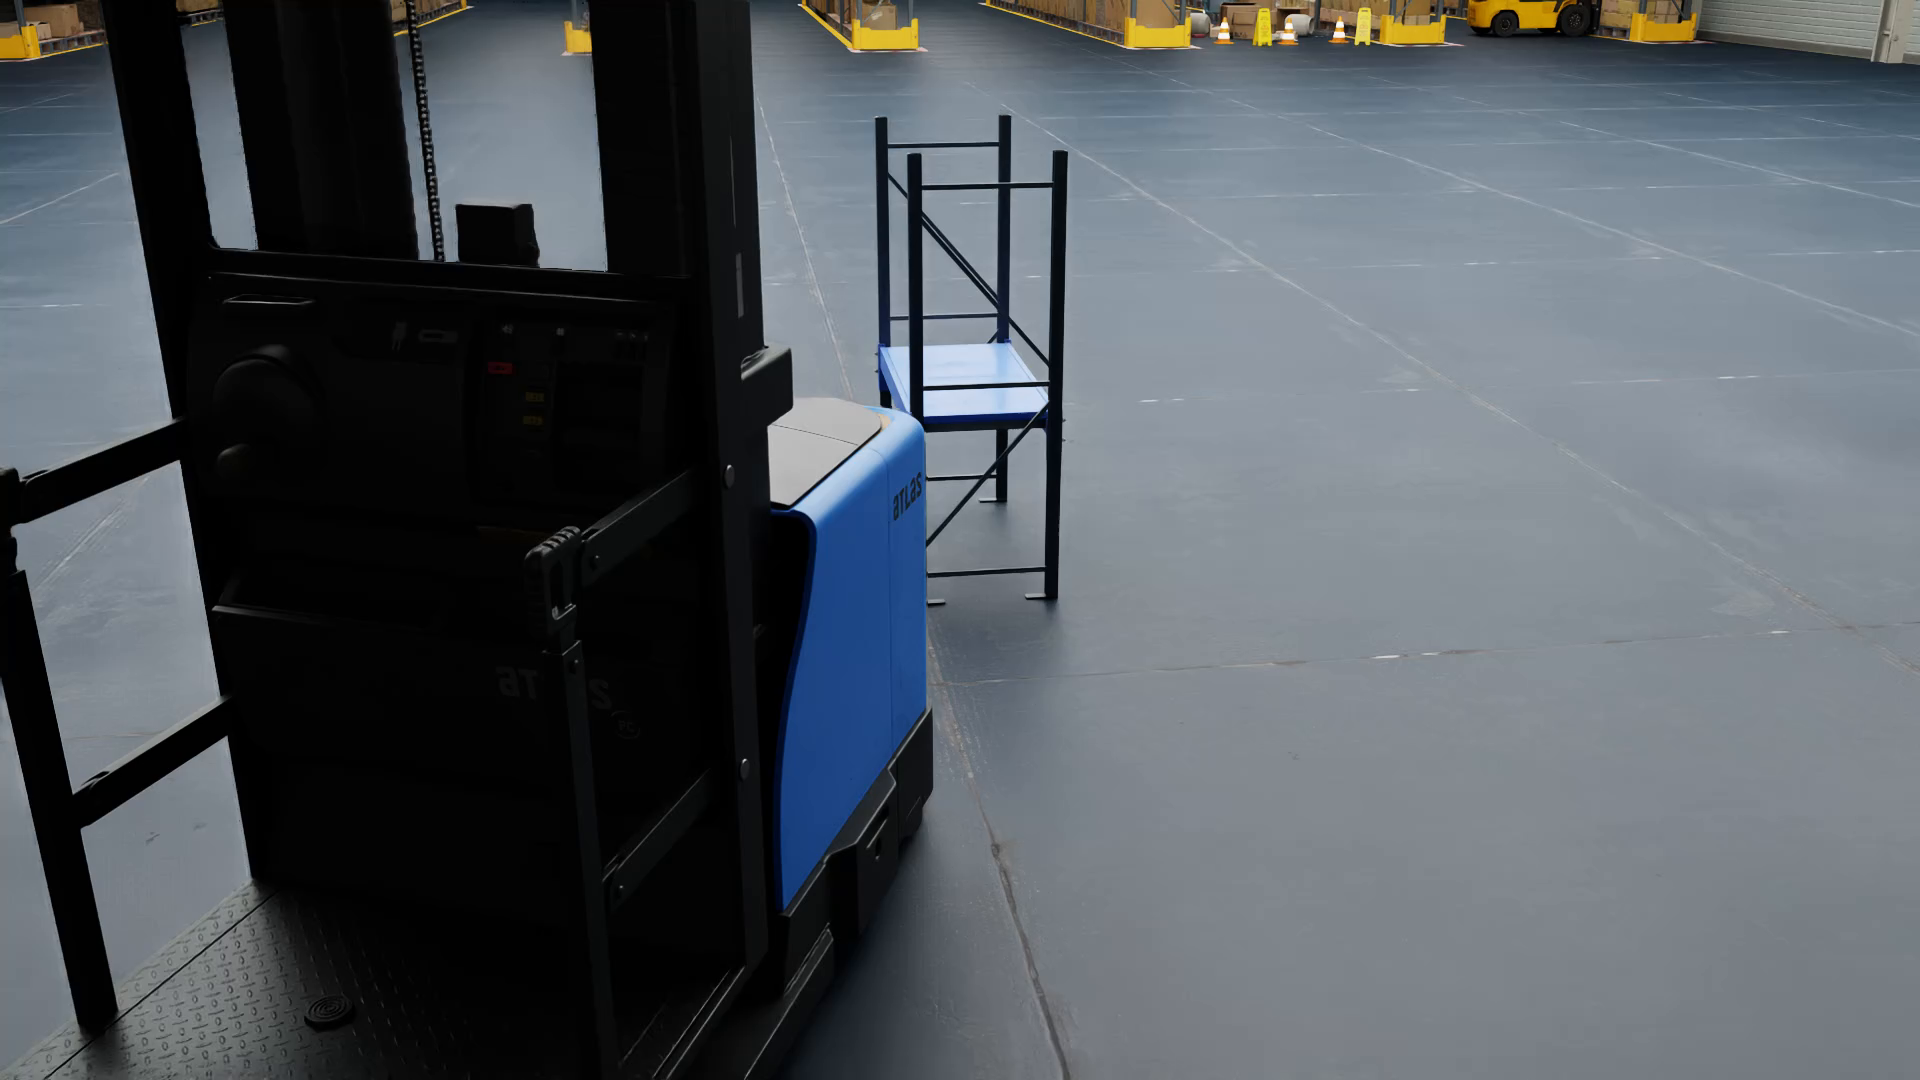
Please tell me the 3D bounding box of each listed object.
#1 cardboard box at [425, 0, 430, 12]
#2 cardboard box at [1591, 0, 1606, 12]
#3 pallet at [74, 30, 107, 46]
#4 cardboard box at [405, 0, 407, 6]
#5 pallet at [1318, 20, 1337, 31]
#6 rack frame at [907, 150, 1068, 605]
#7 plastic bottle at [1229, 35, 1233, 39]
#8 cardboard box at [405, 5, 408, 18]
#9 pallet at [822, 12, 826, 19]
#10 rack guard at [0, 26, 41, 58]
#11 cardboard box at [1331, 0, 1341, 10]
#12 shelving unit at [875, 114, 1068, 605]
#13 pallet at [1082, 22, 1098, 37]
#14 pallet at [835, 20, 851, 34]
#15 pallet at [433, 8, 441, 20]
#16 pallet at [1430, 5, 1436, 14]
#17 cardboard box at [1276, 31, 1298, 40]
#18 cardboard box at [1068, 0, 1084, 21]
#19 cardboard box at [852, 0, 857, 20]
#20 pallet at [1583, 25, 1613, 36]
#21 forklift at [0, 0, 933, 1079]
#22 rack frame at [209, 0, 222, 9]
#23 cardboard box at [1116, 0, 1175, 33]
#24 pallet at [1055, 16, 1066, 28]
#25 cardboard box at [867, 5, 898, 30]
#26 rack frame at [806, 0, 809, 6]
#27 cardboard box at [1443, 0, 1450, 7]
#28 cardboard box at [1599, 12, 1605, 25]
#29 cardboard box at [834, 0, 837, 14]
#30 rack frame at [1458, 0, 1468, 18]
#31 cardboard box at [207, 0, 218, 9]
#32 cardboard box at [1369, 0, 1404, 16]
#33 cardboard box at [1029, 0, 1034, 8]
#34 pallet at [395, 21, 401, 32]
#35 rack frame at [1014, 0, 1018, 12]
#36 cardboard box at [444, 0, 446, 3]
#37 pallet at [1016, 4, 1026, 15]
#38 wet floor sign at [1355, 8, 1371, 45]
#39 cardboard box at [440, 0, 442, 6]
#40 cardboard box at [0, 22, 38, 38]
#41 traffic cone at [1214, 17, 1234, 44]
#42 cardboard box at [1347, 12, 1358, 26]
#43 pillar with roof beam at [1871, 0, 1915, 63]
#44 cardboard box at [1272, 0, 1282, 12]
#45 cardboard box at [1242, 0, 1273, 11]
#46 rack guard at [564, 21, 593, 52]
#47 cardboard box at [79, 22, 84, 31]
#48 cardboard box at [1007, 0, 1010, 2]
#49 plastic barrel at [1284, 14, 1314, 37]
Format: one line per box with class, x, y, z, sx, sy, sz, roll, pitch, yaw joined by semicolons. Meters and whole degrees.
cardboard box;-12.299;-12.215;37.578;0.500;0.500;0.500;-4;21;-10
cardboard box;12.851;-10.600;32.925;0.500;0.250;0.500;-3;21;-9
pallet;-16.481;-9.300;30.813;1.003;0.211;1.213;-3;21;-8
cardboard box;-11.968;-11.475;35.181;0.500;0.311;0.500;-2;21;-6
pallet;8.031;-10.549;34.158;1.003;0.211;1.213;-3;21;-8
rack frame;0.086;-0.497;5.403;0.500;1.500;0.032;-3;21;-8
plastic bottle;5.170;-9.769;32.284;0.133;0.061;0.283;-11;23;-26
cardboard box;-11.970;-11.211;35.276;0.500;0.250;0.500;-2;21;-6
pallet;-2.696;-12.363;39.015;1.003;0.211;1.213;-3;21;-8
rack guard;-16.047;-8.307;27.743;1.175;0.500;0.348;-3;21;-8
cardboard box;7.806;-10.943;33.486;0.500;0.500;0.500;-2;21;-6
shelving unit;0.012;-0.673;5.875;0.538;1.500;1.048;-3;21;-8
pallet;3.047;-10.228;33.298;1.003;0.211;1.213;-3;21;-8
pallet;-2.021;-10.549;34.159;1.003;0.211;1.213;-3;21;-8
pallet;-12.709;-12.271;38.771;1.003;0.211;1.213;-3;21;-8
pallet;11.991;-13.098;40.983;1.003;0.211;1.213;-3;21;-8
cardboard box;6.288;-9.717;32.020;0.380;0.149;0.250;8;22;20
cardboard box;2.837;-11.154;34.409;1.050;0.750;0.750;-3;21;-8
cardboard box;-1.799;-10.273;32.408;0.500;0.500;0.500;4;21;9
pallet;13.063;-10.331;33.573;1.003;0.211;1.213;-3;21;-8
forklift;-0.972;-0.234;2.654;1.130;2.935;3.031;6;21;15
rack frame;-17.766;-13.606;38.359;1.000;3.000;0.127;-3;21;-8
cardboard box;3.429;-9.849;30.736;0.875;0.875;0.875;-3;21;-7
pallet;2.650;-11.182;35.852;1.003;0.211;1.213;-3;21;-8
cardboard box;-1.404;-9.444;30.187;0.500;0.500;0.500;1;20;2
rack frame;-3.637;-15.741;44.074;1.000;3.000;0.127;-3;21;-8
cardboard box;11.898;-13.058;39.862;0.500;0.500;0.500;-3;21;-9
cardboard box;12.881;-10.354;32.982;0.500;0.250;0.500;-3;21;-7
cardboard box;-2.368;-11.775;36.400;0.700;0.500;0.500;-4;21;-11
rack frame;12.234;-13.722;38.670;1.000;3.000;0.127;-3;21;-8
cardboard box;-17.543;-12.578;38.077;0.750;0.750;0.750;-3;21;-7
cardboard box;8.102;-10.225;31.564;0.500;0.500;0.500;-3;21;-7
cardboard box;1.922;-12.789;39.142;0.500;0.500;0.500;-4;21;-10
pallet;-12.035;-10.458;33.915;1.003;0.211;1.213;-3;21;-8
rack frame;1.862;-14.571;40.942;1.000;3.000;0.127;-3;21;-8
cardboard box;-13.140;-13.544;41.132;0.797;0.503;0.637;-3;21;-8
pallet;1.976;-12.995;40.708;1.003;0.211;1.213;-3;21;-8
wet floor sign;7.444;-9.478;30.671;0.267;0.644;0.232;4;21;11
cardboard box;-12.711;-12.960;39.843;0.500;0.311;0.500;-3;21;-8
cardboard box;-16.046;-8.642;28.282;0.500;0.311;0.500;-5;21;-14
traffic cone;4.920;-9.483;30.946;0.336;0.463;0.334;-3;21;-8
cardboard box;7.945;-10.237;32.666;0.500;0.250;0.500;-4;21;-10
pillar with roof beam;10.783;-11.755;24.828;9.100;9.000;0.400;-3;21;-8
cardboard box;7.508;-11.985;37.174;0.950;0.372;0.625;-3;21;-9
cardboard box;6.142;-11.169;34.325;0.500;0.500;0.500;-3;21;-8
rack guard;-6.290;-8.804;29.074;1.175;0.500;0.348;-3;21;-8
cardboard box;-16.506;-9.532;30.870;0.380;0.166;0.250;-6;21;-15
cardboard box;1.412;-13.733;42.173;0.380;0.149;0.250;-4;21;-10
plastic barrel;6.680;-10.133;32.741;0.512;0.421;0.421;12;24;30
